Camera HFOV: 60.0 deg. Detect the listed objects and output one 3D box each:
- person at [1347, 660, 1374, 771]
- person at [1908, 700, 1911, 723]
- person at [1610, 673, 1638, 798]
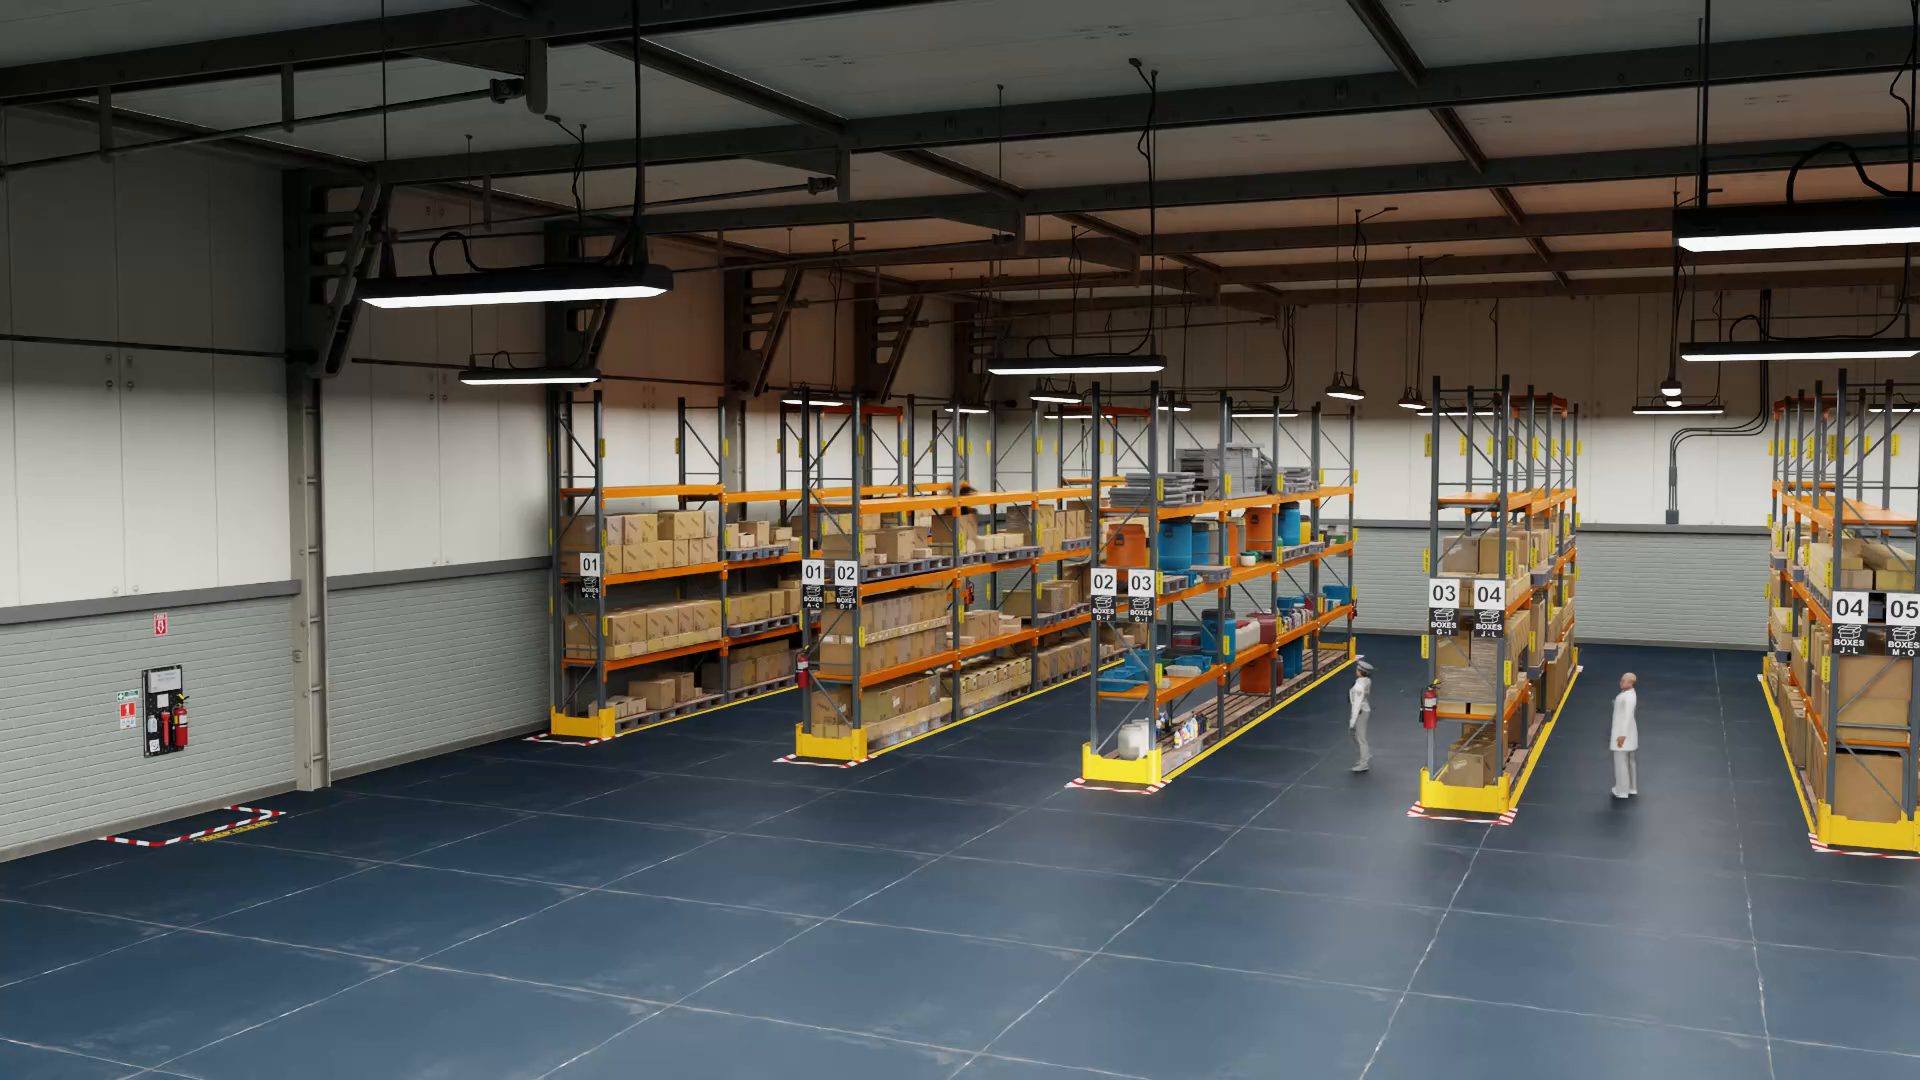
[{"bbox_3d":[6.235,2.719,25.916,0.393,1.695,0.605,1,3,12],"label":"person"},{"bbox_3d":[17.120,2.458,30.160,0.614,1.773,0.527,-2,4,-34],"label":"person"},{"bbox_3d":[9.545,2.793,23.912,0.386,1.783,0.612,2,4,34],"label":"person"}]
